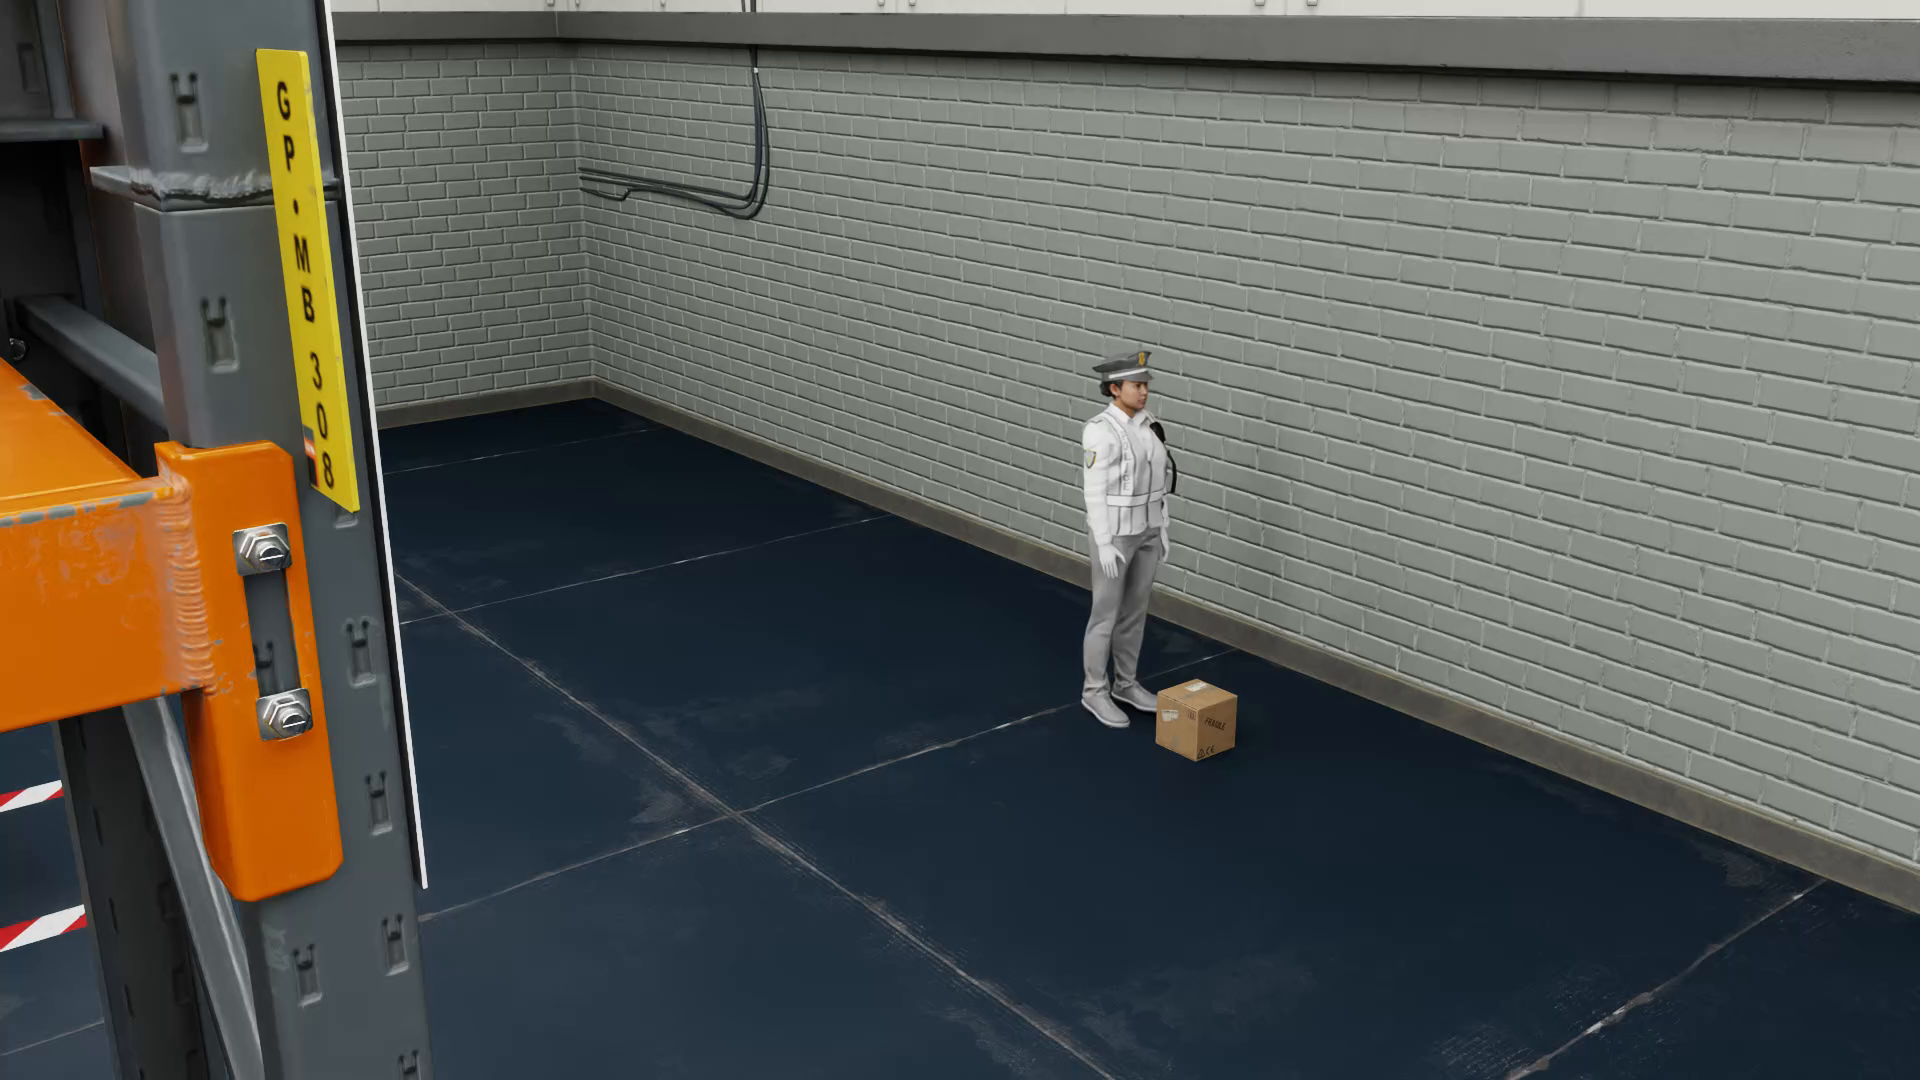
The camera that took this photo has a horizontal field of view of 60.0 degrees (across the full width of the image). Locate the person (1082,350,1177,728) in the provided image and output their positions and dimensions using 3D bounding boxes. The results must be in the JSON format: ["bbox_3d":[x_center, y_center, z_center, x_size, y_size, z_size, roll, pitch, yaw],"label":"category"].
[{"bbox_3d":[0.758,-0.022,7.526,0.498,1.705,0.376,-16,24,-41],"label":"person"}]
